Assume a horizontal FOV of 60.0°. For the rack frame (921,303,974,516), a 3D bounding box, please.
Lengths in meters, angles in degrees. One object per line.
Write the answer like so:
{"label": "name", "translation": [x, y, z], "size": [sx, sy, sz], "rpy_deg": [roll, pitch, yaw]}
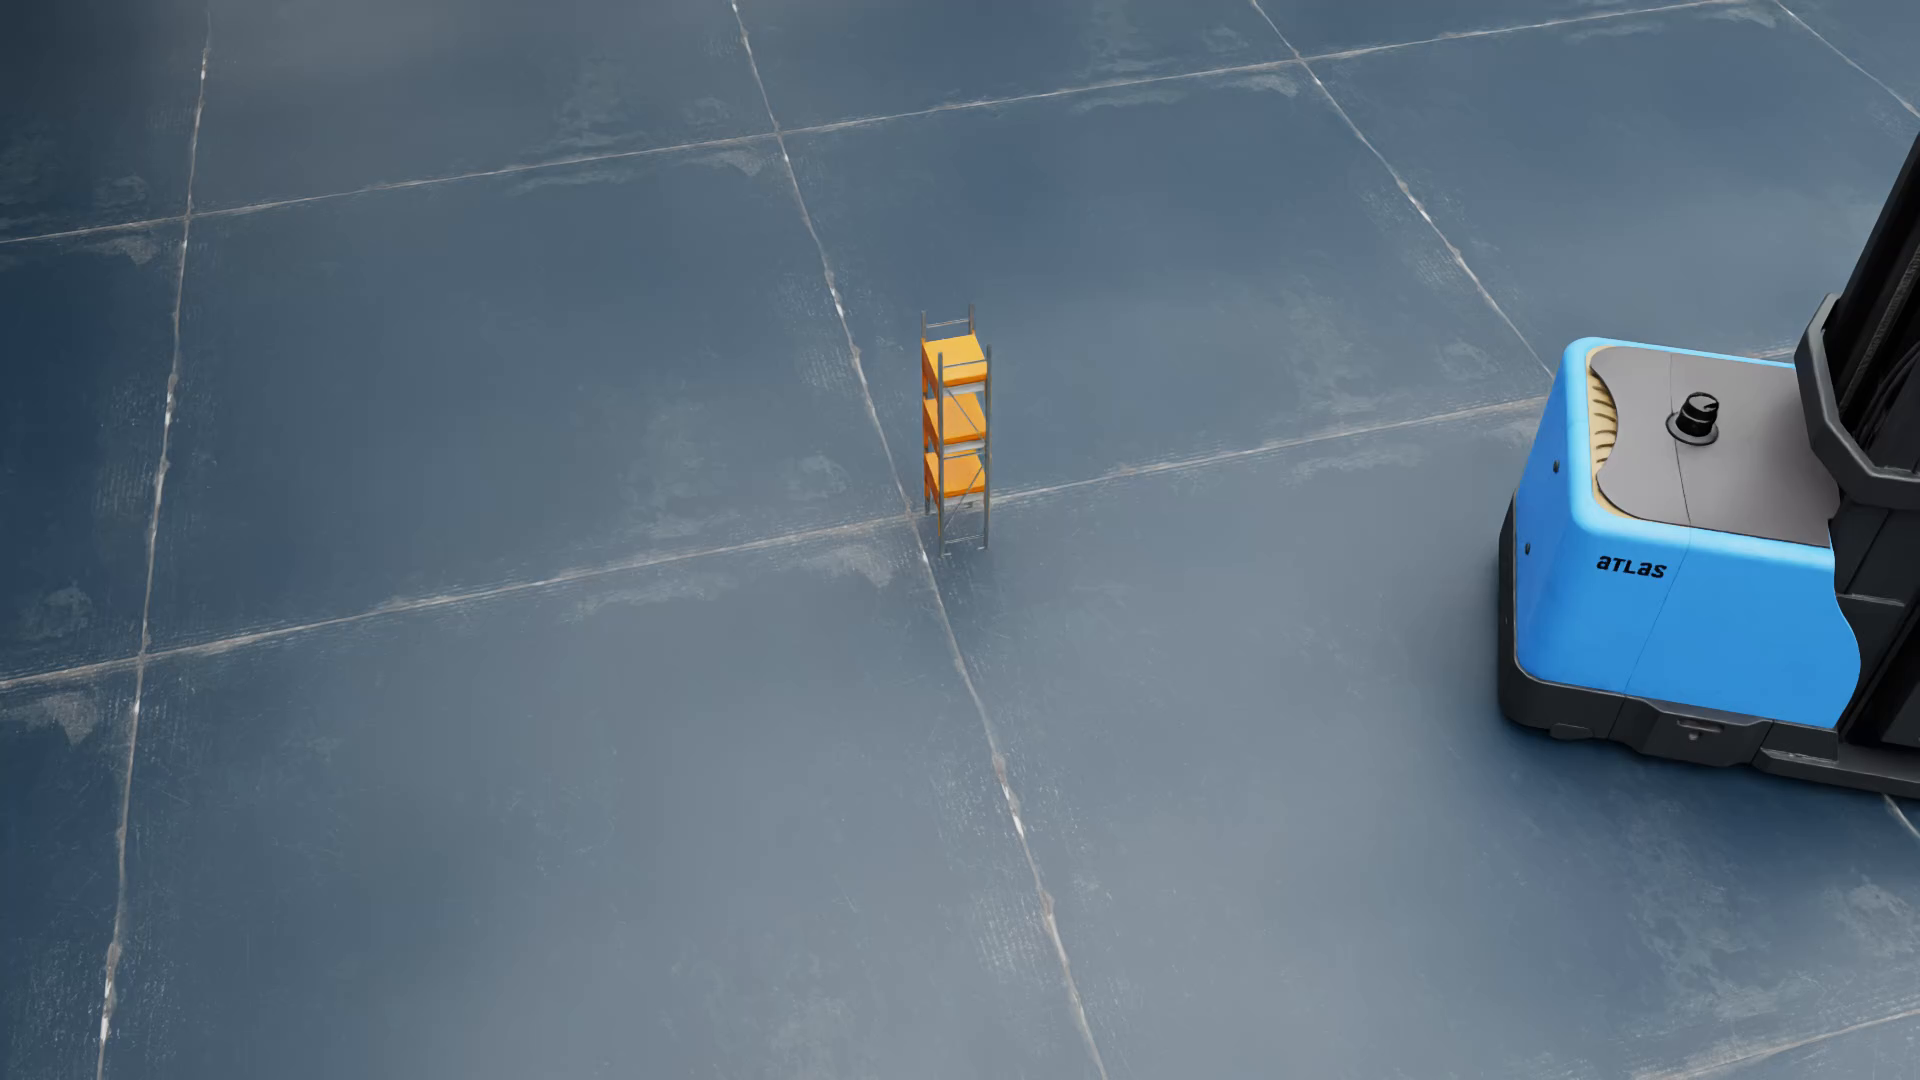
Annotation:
{"label": "rack frame", "translation": [-0.045, -0.489, 6.494], "size": [0.200, 1.050, 0.008], "rpy_deg": [-11, 47, -10]}

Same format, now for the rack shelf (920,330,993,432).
{"label": "rack shelf", "translation": [-0.014, -0.596, 6.216], "size": [0.215, 0.259, 0.240], "rpy_deg": [-11, 47, -10]}

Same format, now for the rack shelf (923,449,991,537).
{"label": "rack shelf", "translation": [-0.014, -0.202, 6.617], "size": [0.215, 0.259, 0.240], "rpy_deg": [-11, 47, -10]}

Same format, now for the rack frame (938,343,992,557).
{"label": "rack frame", "translation": [0.018, -0.320, 6.329], "size": [0.200, 1.050, 0.008], "rpy_deg": [-11, 47, -10]}

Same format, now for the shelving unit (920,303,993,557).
{"label": "shelving unit", "translation": [-0.014, -0.404, 6.411], "size": [0.215, 1.050, 0.252], "rpy_deg": [-11, 47, -10]}

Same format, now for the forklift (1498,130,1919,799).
{"label": "forklift", "translation": [3.539, -0.446, 5.135], "size": [3.031, 2.935, 1.130], "rpy_deg": [9, 46, 9]}

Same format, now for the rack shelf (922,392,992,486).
{"label": "rack shelf", "translation": [-0.014, -0.397, 6.419], "size": [0.215, 0.259, 0.240], "rpy_deg": [-11, 47, -10]}
